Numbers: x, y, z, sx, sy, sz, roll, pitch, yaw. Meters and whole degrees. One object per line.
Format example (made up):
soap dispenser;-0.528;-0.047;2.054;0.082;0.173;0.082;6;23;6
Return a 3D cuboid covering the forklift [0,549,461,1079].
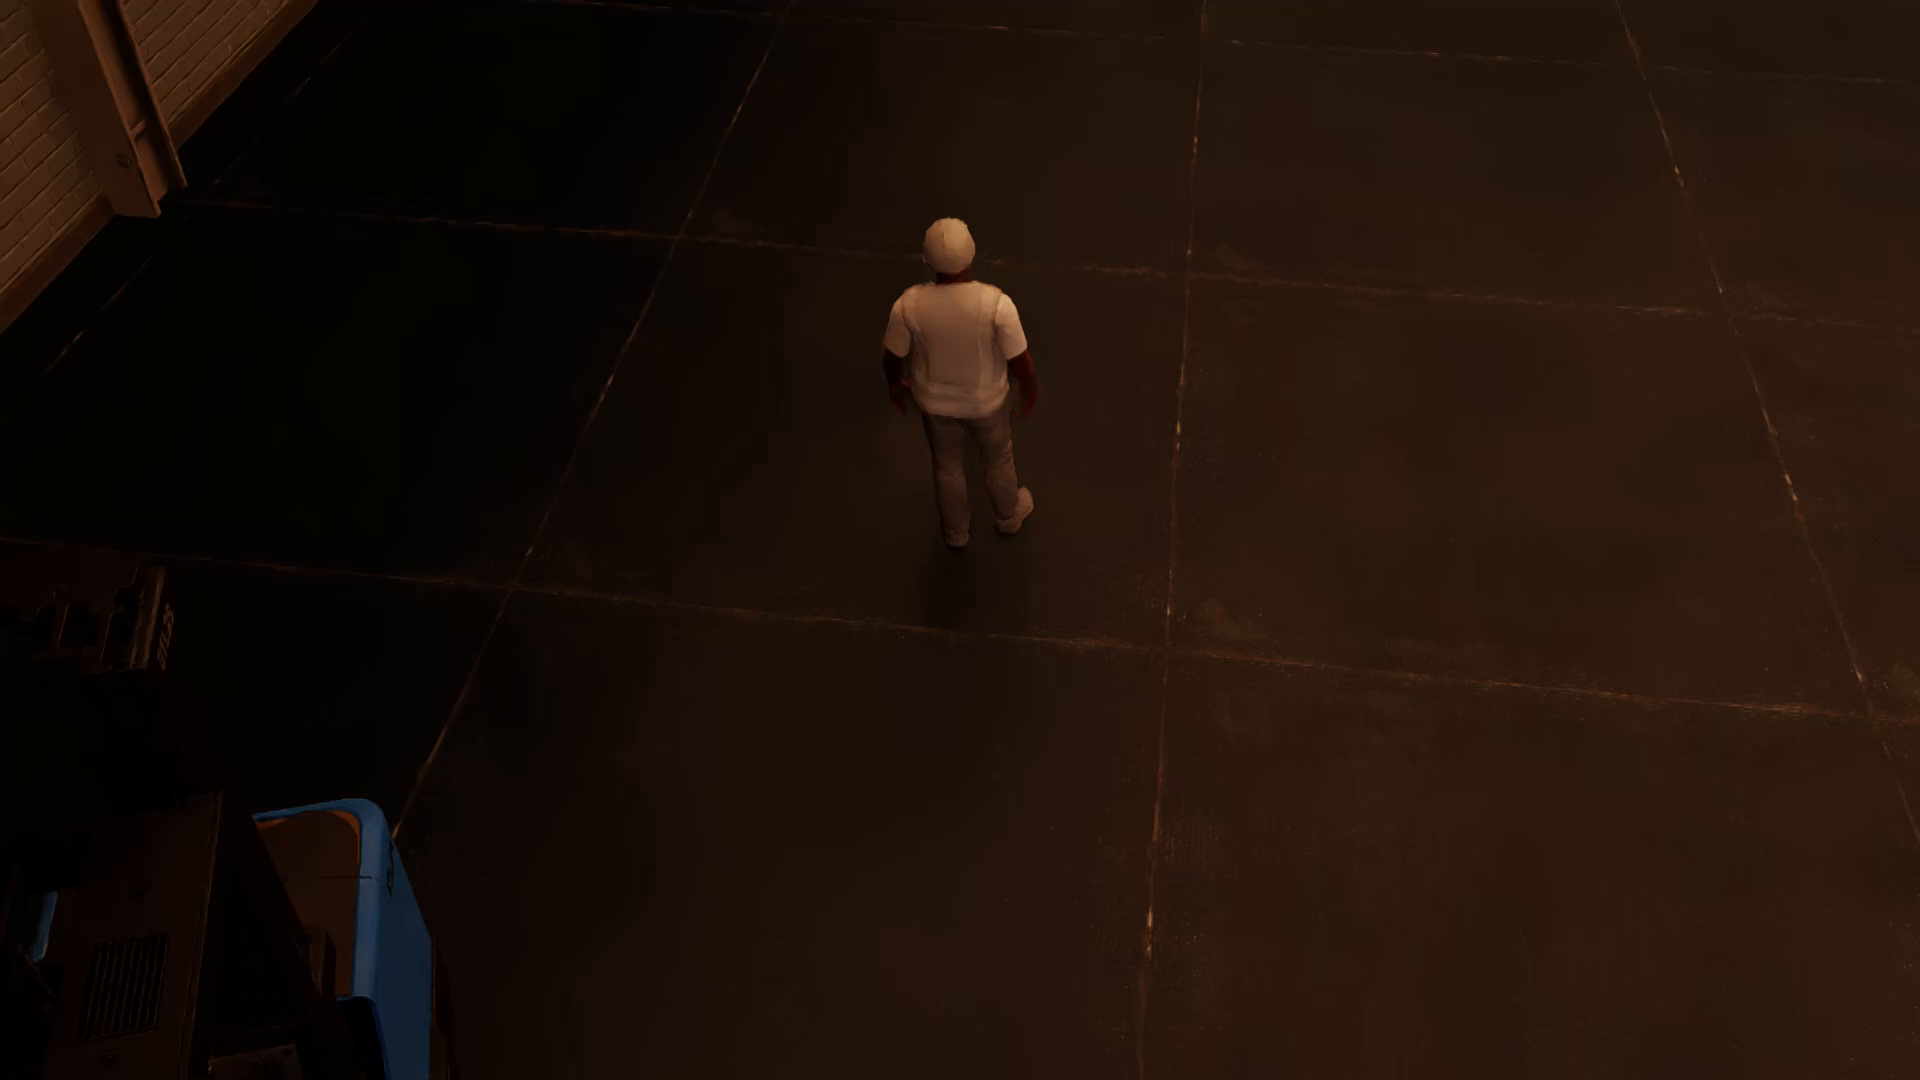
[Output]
forklift;-2.064;1.582;4.002;1.130;2.935;3.031;-8;43;-9

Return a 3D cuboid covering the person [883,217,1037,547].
person;0.014;-0.702;7.339;0.665;1.766;0.576;5;43;6
